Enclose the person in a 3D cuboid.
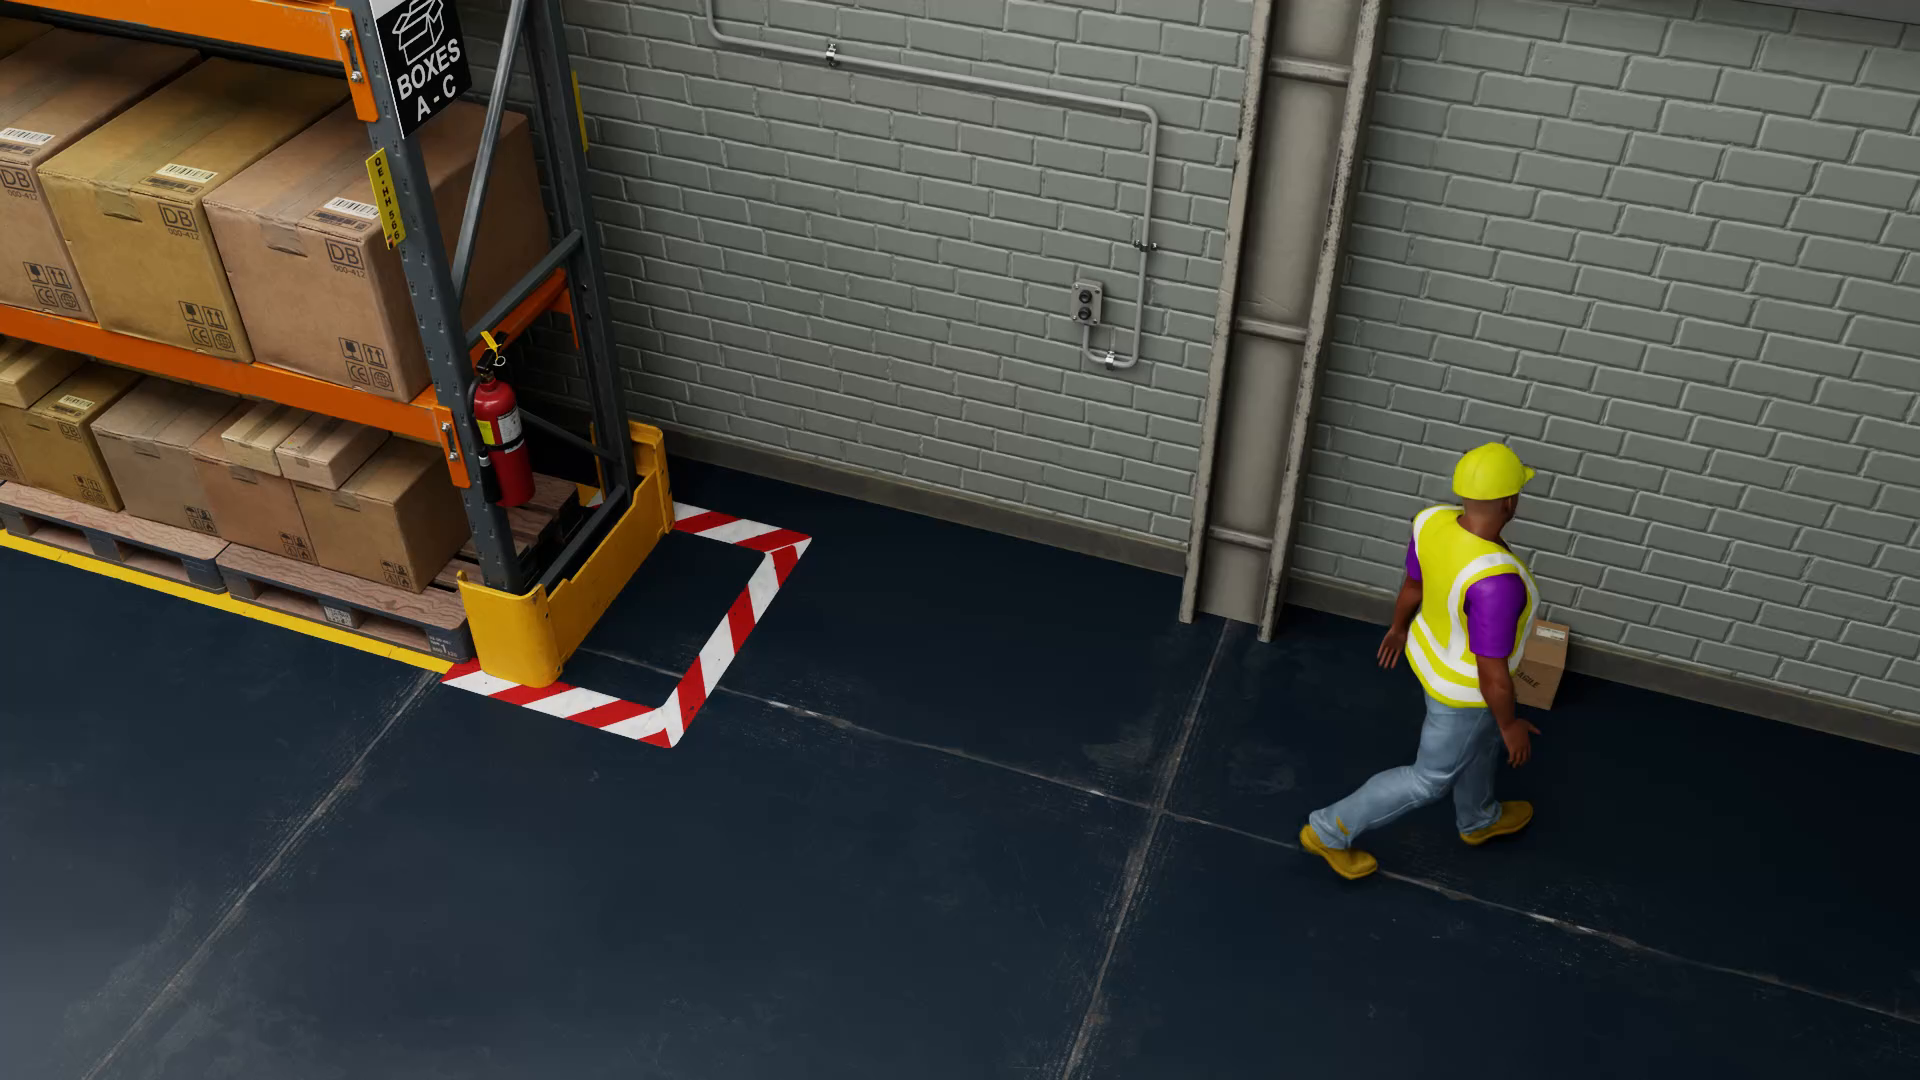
[{"bbox_3d":[1.679,0.461,5.623,0.949,1.725,0.655,-4,41,-5],"label":"person"}]
